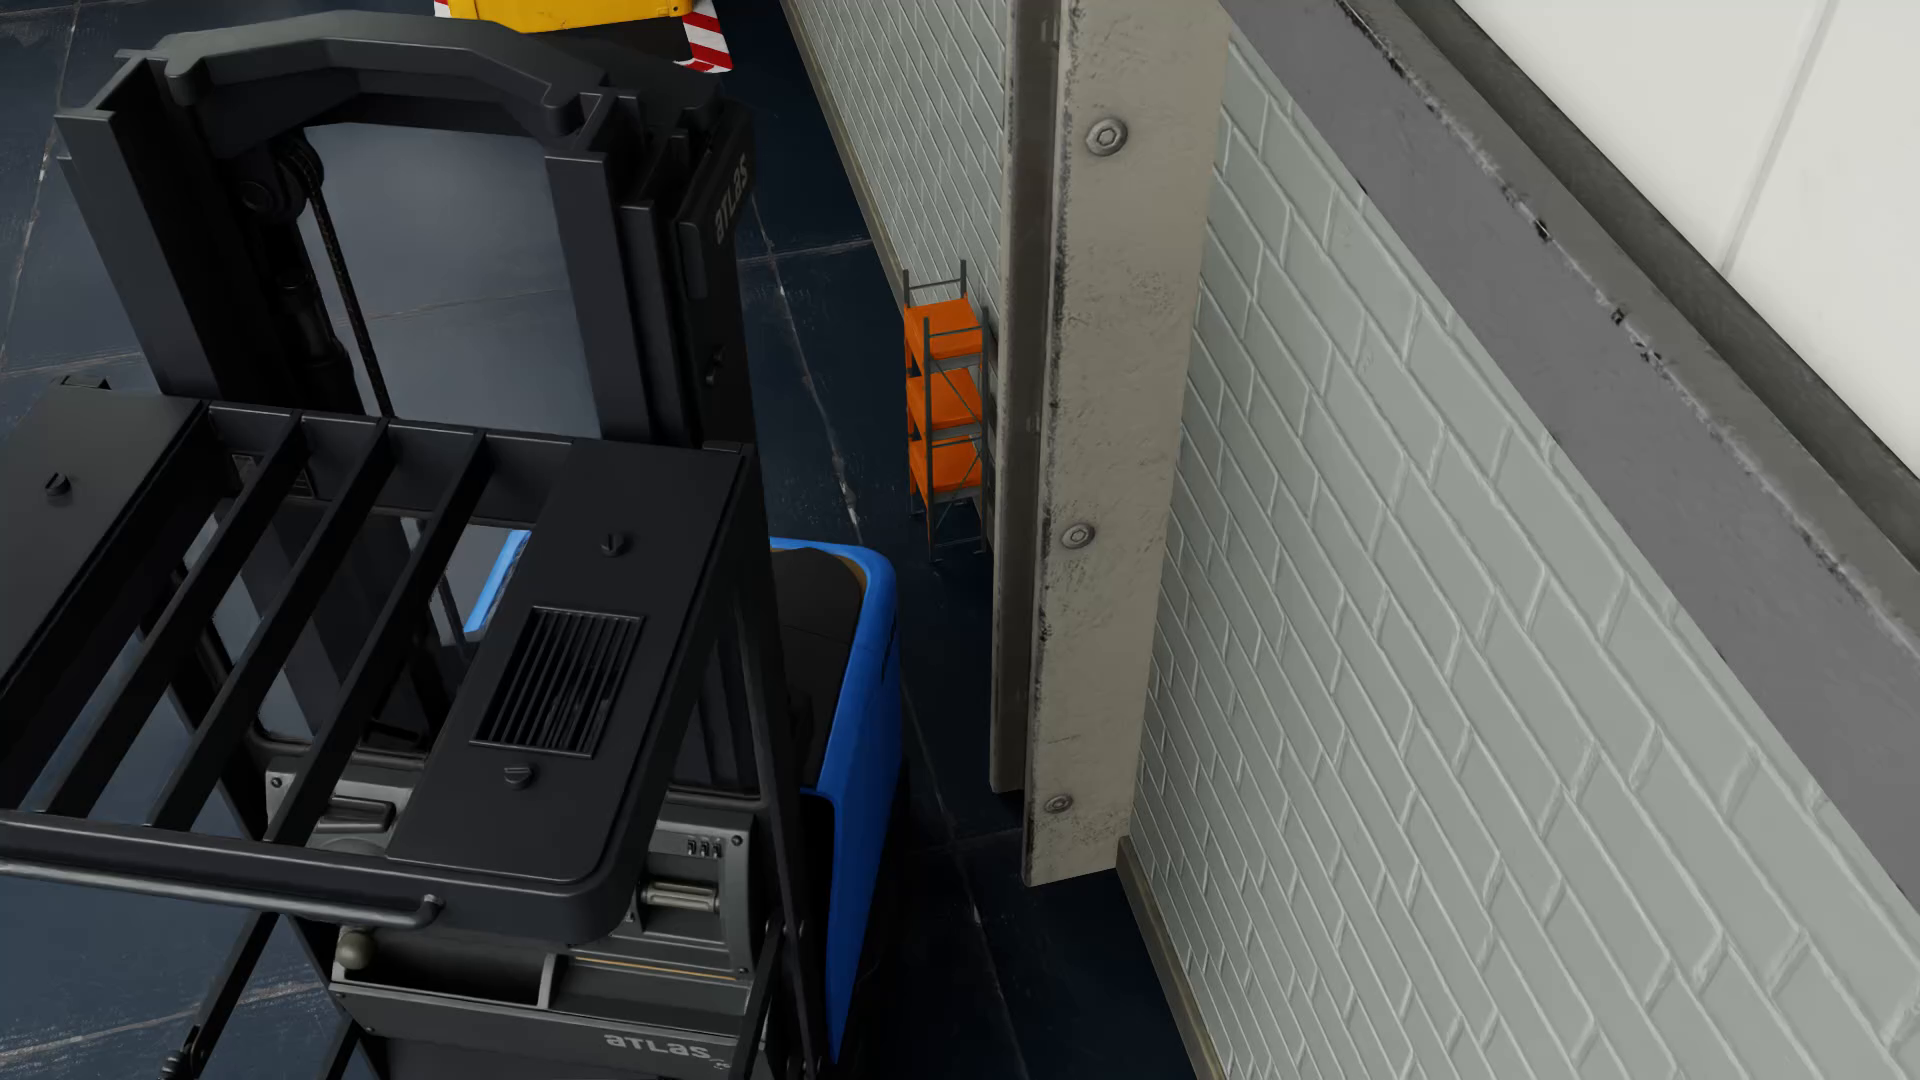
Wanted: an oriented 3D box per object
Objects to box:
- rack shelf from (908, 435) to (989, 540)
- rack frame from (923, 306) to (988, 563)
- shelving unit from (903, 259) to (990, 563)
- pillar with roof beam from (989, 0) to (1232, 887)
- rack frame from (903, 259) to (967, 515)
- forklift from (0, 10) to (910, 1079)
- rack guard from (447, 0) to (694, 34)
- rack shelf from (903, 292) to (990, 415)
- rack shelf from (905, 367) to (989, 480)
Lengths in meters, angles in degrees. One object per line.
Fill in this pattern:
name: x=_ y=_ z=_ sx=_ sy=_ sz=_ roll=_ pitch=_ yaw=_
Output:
rack shelf: x=-0.041 y=-0.192 z=5.606 sx=0.215 sy=0.259 sz=0.240 roll=-12 pitch=47 yaw=-11
rack frame: x=-0.009 y=-0.309 z=5.317 sx=0.200 sy=1.050 sz=0.008 roll=-12 pitch=47 yaw=-11
shelving unit: x=-0.042 y=-0.393 z=5.399 sx=0.215 sy=1.050 sz=0.252 roll=-12 pitch=47 yaw=-11
pillar with roof beam: x=-3.875 y=-1.530 z=0.949 sx=9.100 sy=9.000 sz=0.400 roll=-11 pitch=47 yaw=-10
rack frame: x=-0.075 y=-0.477 z=5.482 sx=0.200 sy=1.050 sz=0.008 roll=-12 pitch=47 yaw=-11
forklift: x=-0.873 y=0.740 z=2.973 sx=1.130 sy=2.935 sz=3.031 roll=6 pitch=46 yaw=6
rack guard: x=-1.936 y=-2.823 z=8.167 sx=1.175 sy=0.500 sz=0.348 roll=-11 pitch=47 yaw=-10
rack shelf: x=-0.044 y=-0.584 z=5.204 sx=0.215 sy=0.259 sz=0.240 roll=-12 pitch=47 yaw=-11
rack shelf: x=-0.042 y=-0.386 z=5.407 sx=0.215 sy=0.259 sz=0.240 roll=-12 pitch=47 yaw=-11
